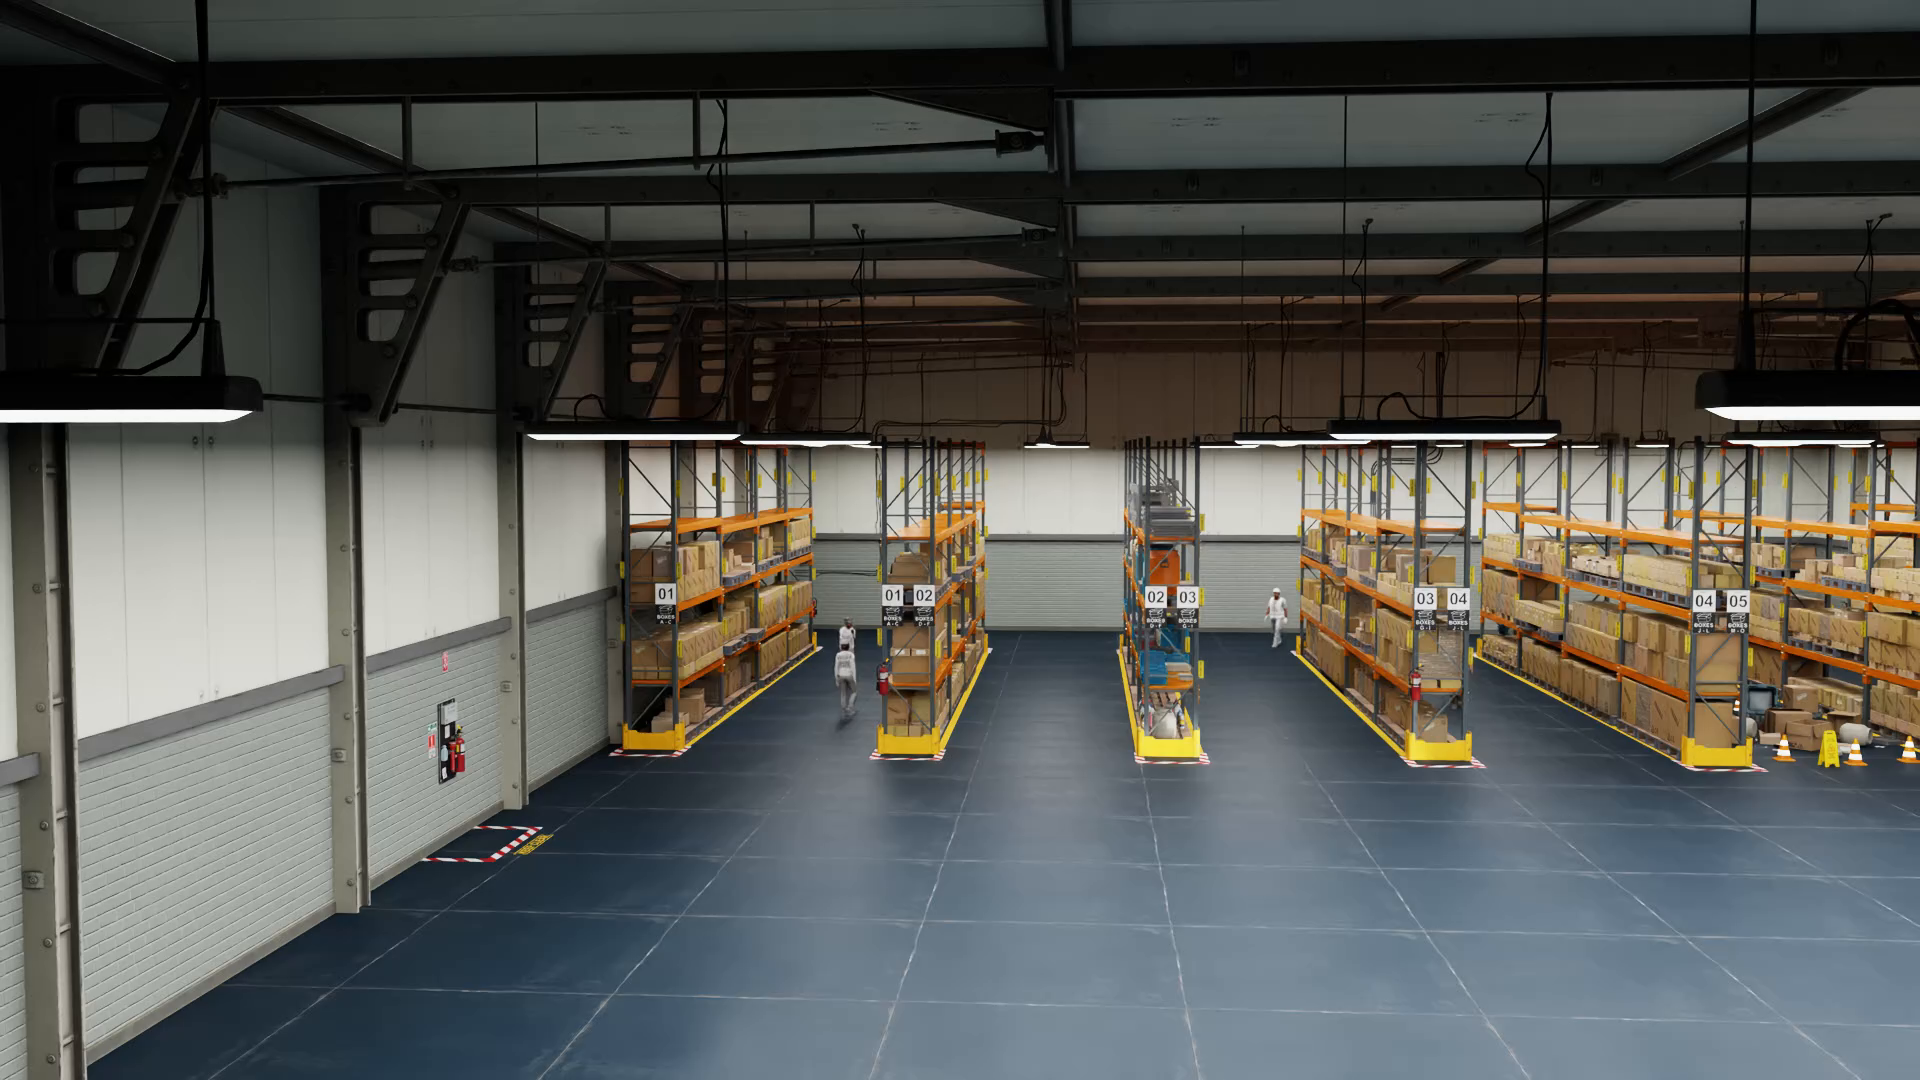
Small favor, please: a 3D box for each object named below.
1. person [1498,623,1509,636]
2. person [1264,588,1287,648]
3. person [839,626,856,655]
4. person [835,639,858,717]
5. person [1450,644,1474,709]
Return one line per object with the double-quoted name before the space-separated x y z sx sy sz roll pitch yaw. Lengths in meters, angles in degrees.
"person" 15.899 2.326 48.366 0.497 1.586 0.419 -2 4 -34
"person" 9.210 2.249 48.389 0.615 1.713 1.094 2 4 33
"person" -2.786 2.813 41.286 0.427 1.369 1.068 -1 3 -12
"person" -2.448 2.968 35.712 0.525 1.676 0.462 1 3 13
"person" 11.121 2.876 37.106 0.629 1.853 0.588 0 3 4
